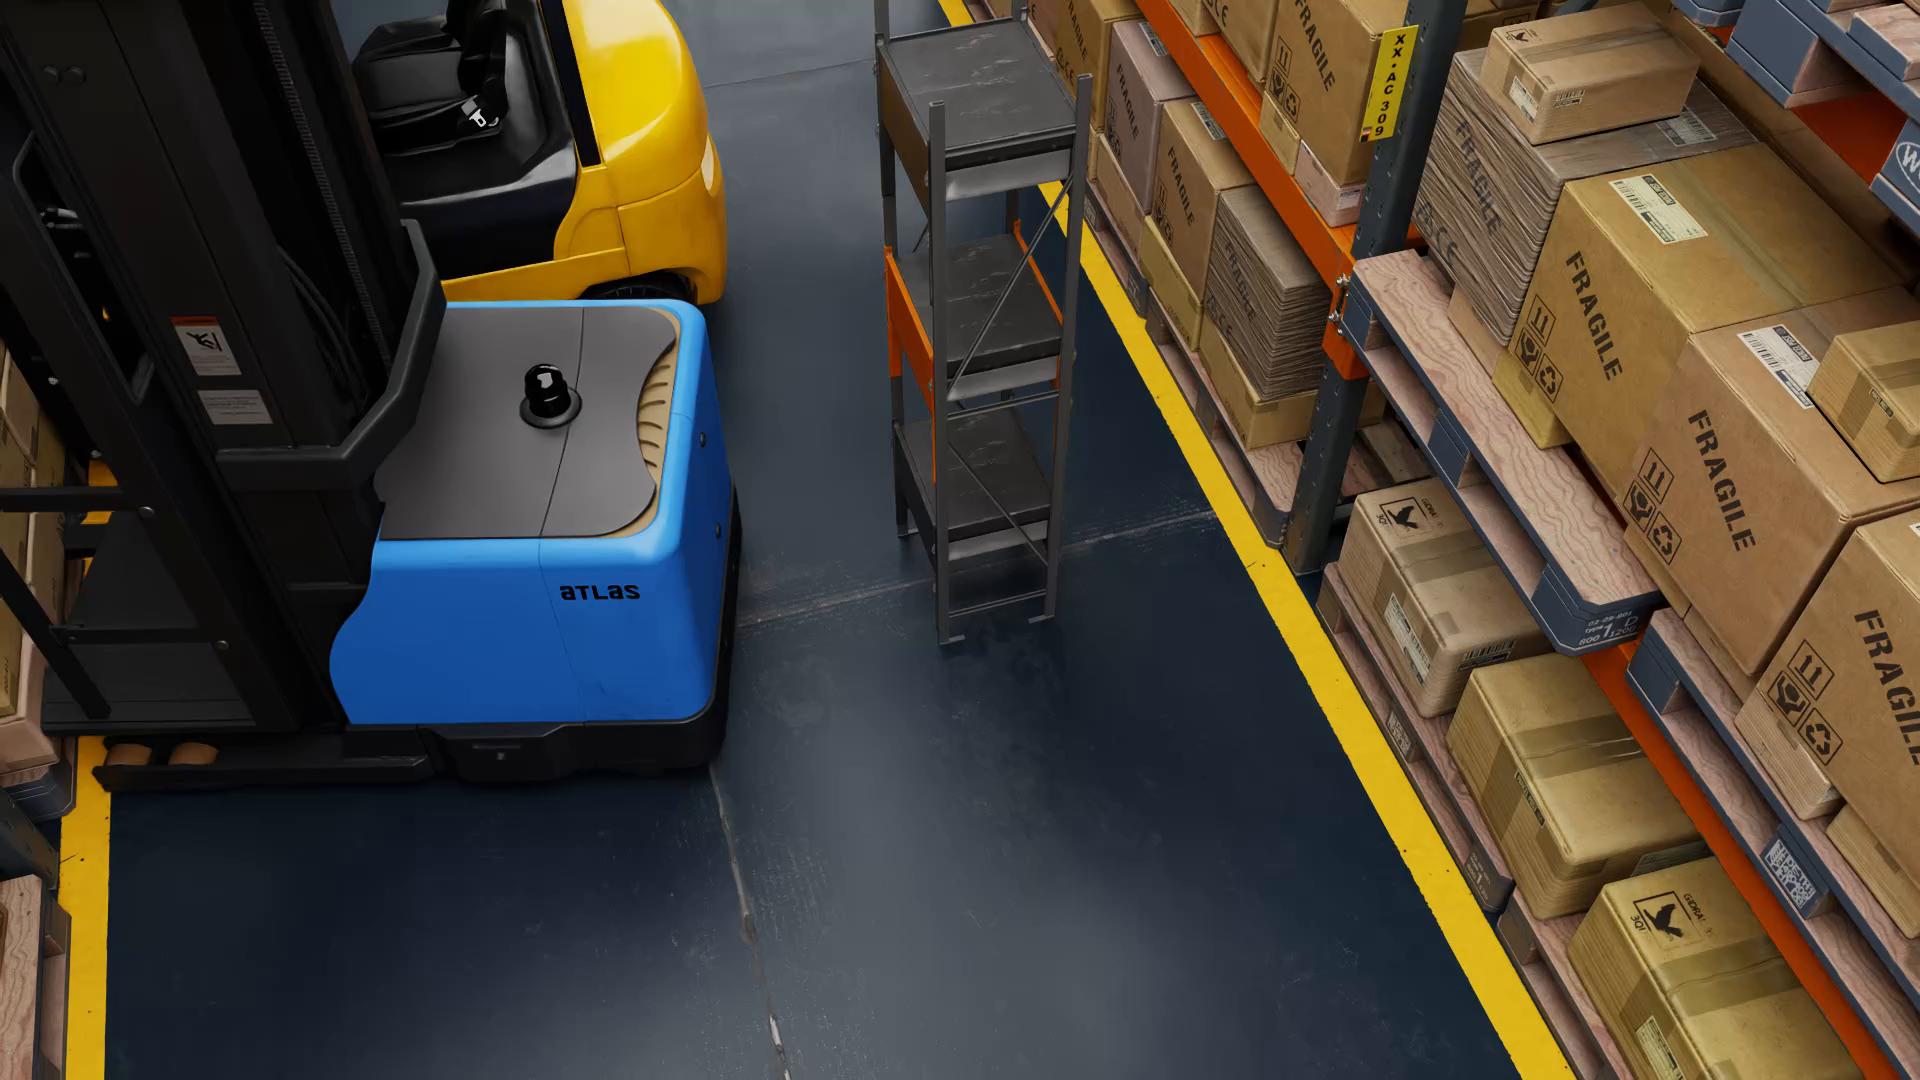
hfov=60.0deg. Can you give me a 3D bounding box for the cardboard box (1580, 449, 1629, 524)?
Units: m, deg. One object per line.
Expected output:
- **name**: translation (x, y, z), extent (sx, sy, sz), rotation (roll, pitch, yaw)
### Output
- **cardboard box**: translation (1.681, -0.200, 3.846), extent (0.380, 0.149, 0.250), rotation (-10, 51, -9)

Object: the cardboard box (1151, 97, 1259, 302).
- **cardboard box**: translation (1.014, -1.228, 5.857), extent (0.500, 0.500, 0.500), rotation (-12, 51, -10)

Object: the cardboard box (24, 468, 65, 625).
- **cardboard box**: translation (-3.135, 0.086, 5.240), extent (0.500, 0.250, 0.500), rotation (-14, 51, -12)

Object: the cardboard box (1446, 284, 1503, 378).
- **cardboard box**: translation (1.459, -0.574, 4.162), extent (0.380, 0.149, 0.250), rotation (-13, 51, -10)

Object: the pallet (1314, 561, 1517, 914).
- **pallet**: translation (1.829, 0.472, 5.214), extent (1.003, 0.211, 1.213), rotation (-13, 51, -11)

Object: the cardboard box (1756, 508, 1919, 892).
- **cardboard box**: translation (1.906, 0.252, 3.041), extent (0.500, 0.500, 0.500), rotation (-15, 52, -12)

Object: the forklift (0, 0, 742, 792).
- **forklift**: translation (-2.251, -0.585, 4.326), extent (3.031, 2.935, 1.130), rotation (-1, 50, -1)

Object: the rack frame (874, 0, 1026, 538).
- **rack frame**: translation (-0.023, -0.734, 4.996), extent (0.400, 2.100, 0.015), rotation (-13, 51, -11)

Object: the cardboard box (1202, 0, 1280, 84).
- **cardboard box**: translation (1.070, -1.766, 5.017), extent (0.500, 0.500, 0.500), rotation (-12, 51, -10)

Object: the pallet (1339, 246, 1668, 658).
- **pallet**: translation (1.684, -0.342, 4.202), extent (1.003, 0.211, 1.213), rotation (-13, 51, -11)

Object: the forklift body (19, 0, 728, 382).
- **forklift body**: translation (-2.023, -1.545, 5.646), extent (2.313, 2.155, 1.214), rotation (-13, 51, -11)

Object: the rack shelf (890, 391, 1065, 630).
- **rack shelf**: translation (0.049, -0.096, 5.391), extent (0.431, 0.518, 0.480), rotation (-13, 51, -11)

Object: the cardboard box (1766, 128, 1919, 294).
- **cardboard box**: translation (2.101, -0.611, 3.769), extent (0.500, 0.500, 0.500), rotation (-13, 51, -11)

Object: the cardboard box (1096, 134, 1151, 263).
- **cardboard box**: translation (0.853, -1.374, 6.470), extent (0.500, 0.250, 0.500), rotation (-13, 51, -10)

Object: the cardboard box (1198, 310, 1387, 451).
- **cardboard box**: translation (1.166, -0.615, 5.830), extent (0.500, 0.250, 0.500), rotation (-11, 51, -9)

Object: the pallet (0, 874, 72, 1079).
- **pallet**: translation (-2.888, 1.558, 4.298), extent (1.003, 0.211, 1.213), rotation (-13, 51, -11)

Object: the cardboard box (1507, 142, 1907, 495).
- **cardboard box**: translation (1.611, -0.485, 3.663), extent (0.500, 0.500, 0.500), rotation (-13, 51, -11)

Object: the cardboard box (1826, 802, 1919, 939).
- **cardboard box**: translation (1.925, 0.572, 3.195), extent (0.380, 0.149, 0.250), rotation (-15, 51, -12)

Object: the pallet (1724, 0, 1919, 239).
- **pallet**: translation (1.988, -0.669, 2.513), extent (1.213, 0.211, 1.003), rotation (-13, 51, -11)

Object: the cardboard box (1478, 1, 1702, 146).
- **cardboard box**: translation (1.399, -1.044, 3.709), extent (0.380, 0.149, 0.250), rotation (-14, 51, -11)

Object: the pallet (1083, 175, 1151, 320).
- **pallet**: translation (1.001, -1.471, 6.852), extent (1.003, 0.211, 1.213), rotation (-13, 51, -11)

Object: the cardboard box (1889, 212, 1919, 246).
- **cardboard box**: translation (2.166, -0.681, 3.403), extent (0.380, 0.149, 0.250), rotation (-15, 51, -12)

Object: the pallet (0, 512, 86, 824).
- **pallet**: translation (-3.338, 0.439, 5.242), extent (1.003, 0.211, 1.213), rotation (-13, 51, -11)

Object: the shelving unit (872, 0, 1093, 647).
- **shelving unit**: translation (0.049, -0.556, 4.845), extent (0.431, 2.100, 0.503), rotation (-13, 51, -11)

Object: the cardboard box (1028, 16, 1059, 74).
- **cardboard box**: translation (0.533, -2.139, 7.115), extent (0.500, 0.250, 0.500), rotation (-12, 51, -10)

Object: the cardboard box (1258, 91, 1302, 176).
- **cardboard box**: translation (1.131, -1.260, 5.015), extent (0.380, 0.149, 0.250), rotation (-12, 51, -10)

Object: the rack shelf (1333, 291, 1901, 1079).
- **rack shelf**: translation (2.189, 0.698, 3.670), extent (1.077, 0.370, 4.000), rotation (-13, 51, -11)

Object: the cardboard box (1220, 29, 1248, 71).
- **cardboard box**: translation (1.068, -1.653, 5.346), extent (0.380, 0.149, 0.250), rotation (-14, 51, -11)

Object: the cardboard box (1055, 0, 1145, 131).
- **cardboard box**: translation (0.696, -1.989, 6.498), extent (0.500, 0.500, 0.500), rotation (-12, 51, -10)

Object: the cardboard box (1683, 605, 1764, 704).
- **cardboard box**: translation (1.789, 0.178, 3.527), extent (0.380, 0.149, 0.250), rotation (-13, 51, -11)

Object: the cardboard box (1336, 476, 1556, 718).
- **cardboard box**: translation (1.755, 0.099, 5.148), extent (0.950, 0.372, 0.625), rotation (-13, 51, -11)

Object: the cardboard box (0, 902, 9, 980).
- **cardboard box**: translation (-2.978, 1.139, 4.107), extent (0.875, 0.625, 0.625), rotation (-11, 51, -9)

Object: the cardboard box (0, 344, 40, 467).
- **cardboard box**: translation (-3.280, -0.440, 5.356), extent (0.500, 0.250, 0.500), rotation (-14, 51, -11)

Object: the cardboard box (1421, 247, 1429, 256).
- **cardboard box**: translation (1.681, -0.978, 5.645), extent (0.500, 0.500, 0.500), rotation (-11, 51, -9)

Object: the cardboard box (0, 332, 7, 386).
- **cardboard box**: translation (-3.286, -0.602, 5.165), extent (0.500, 0.250, 0.500), rotation (-12, 51, -10)

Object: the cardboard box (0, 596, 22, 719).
- **cardboard box**: translation (-2.991, 0.297, 4.735), extent (0.500, 0.250, 0.500), rotation (-14, 51, -11)

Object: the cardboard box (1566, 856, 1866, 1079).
- **cardboard box**: translation (2.178, 1.131, 4.279), extent (0.950, 0.372, 0.625), rotation (-12, 51, -10)

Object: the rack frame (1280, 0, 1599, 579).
- **rack frame**: translation (1.597, -0.995, 4.627), extent (1.000, 3.000, 0.127), rotation (-13, 51, -11)

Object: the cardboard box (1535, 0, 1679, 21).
- **cardboard box**: translation (1.734, -1.507, 4.799), extent (0.500, 0.500, 0.500), rotation (-13, 51, -11)
